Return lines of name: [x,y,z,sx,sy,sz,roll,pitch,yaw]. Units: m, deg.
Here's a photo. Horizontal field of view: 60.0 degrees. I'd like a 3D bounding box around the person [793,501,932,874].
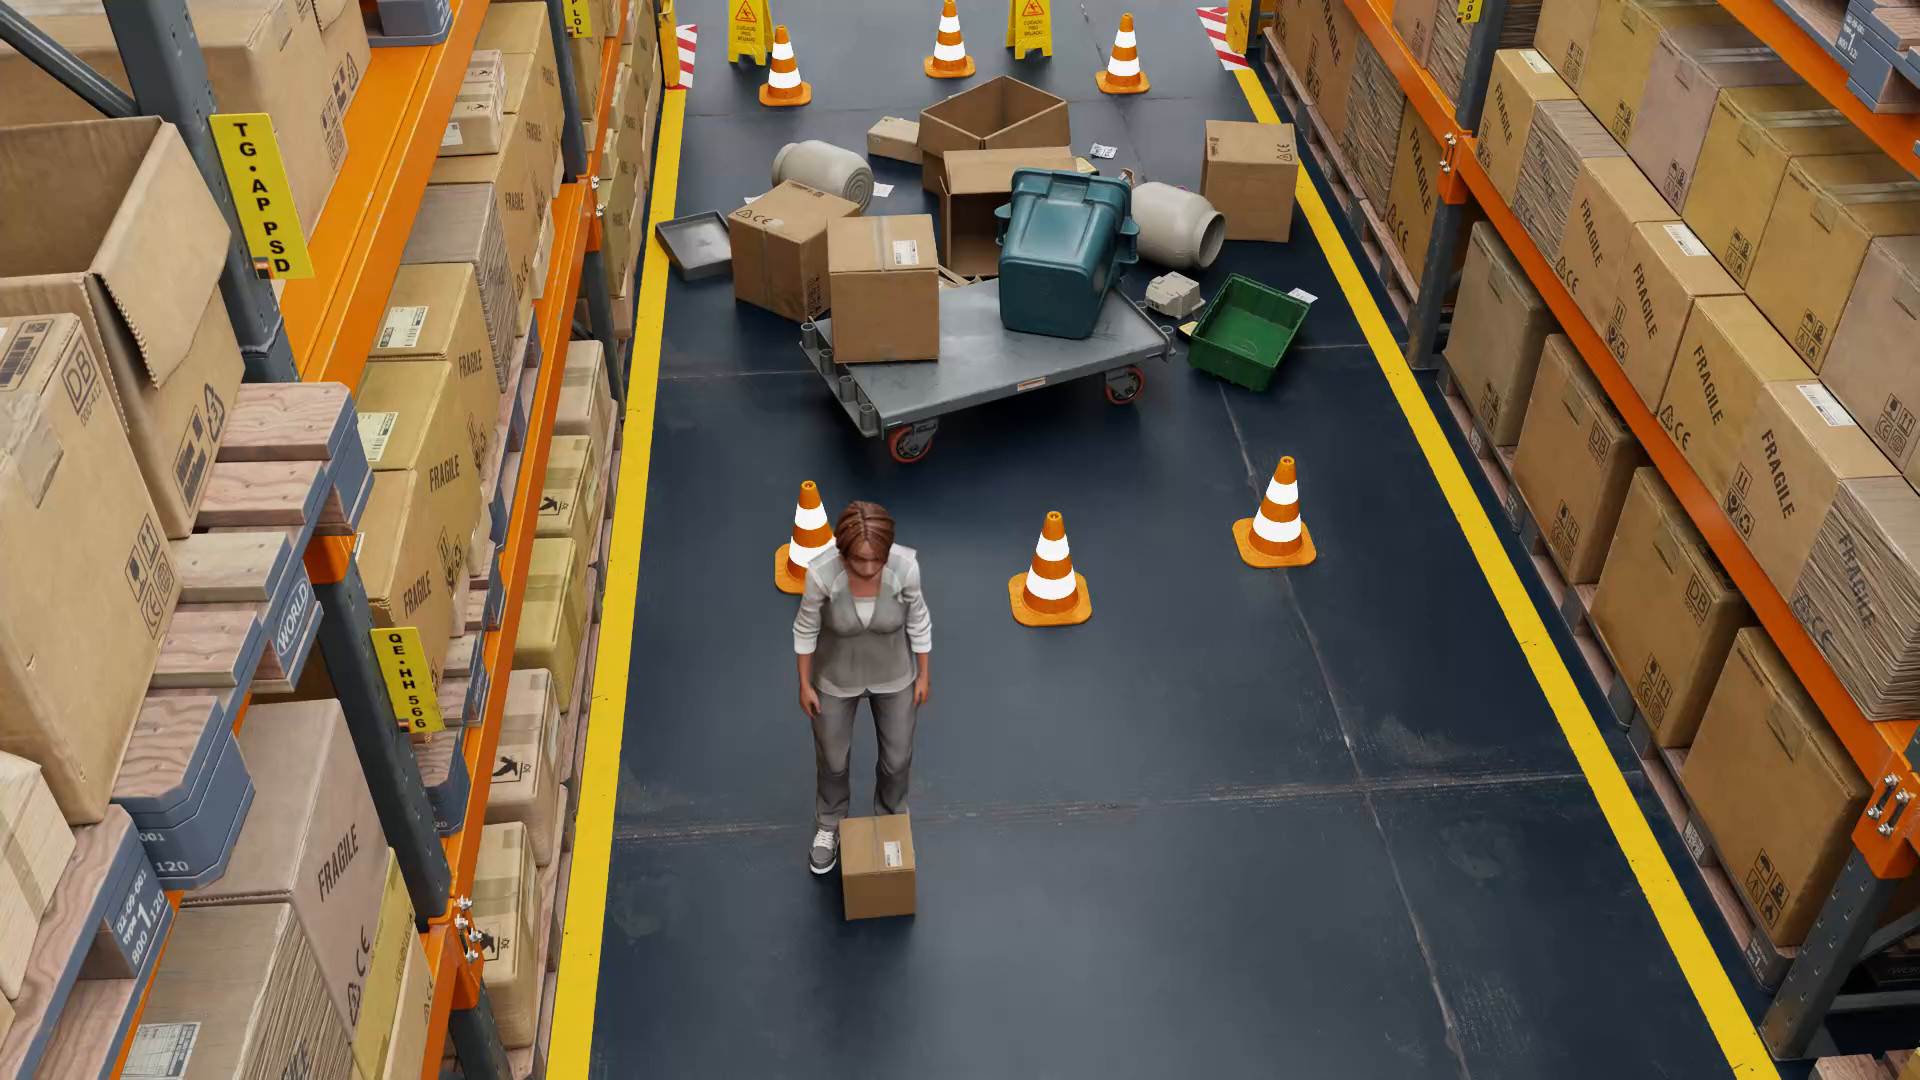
person: [-0.320,0.488,5.576,0.470,1.592,0.377,-5,40,-6]
